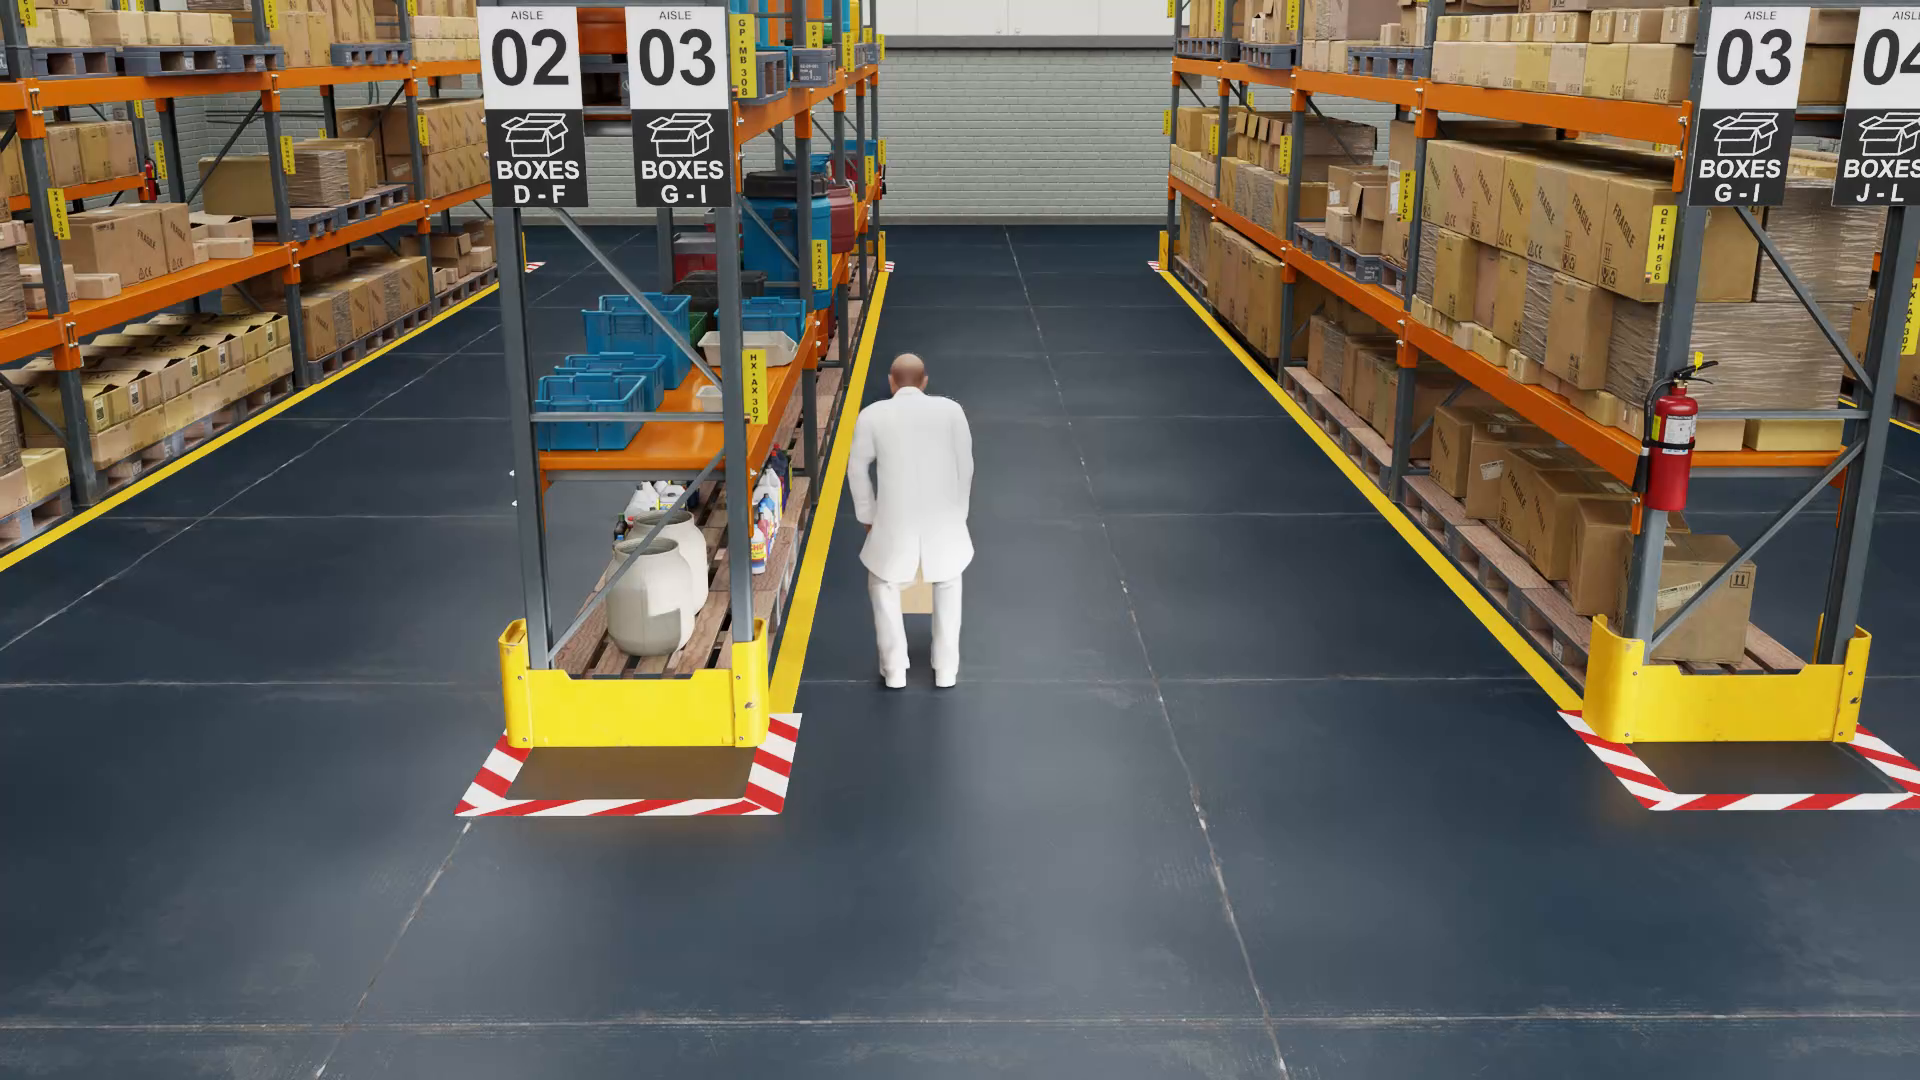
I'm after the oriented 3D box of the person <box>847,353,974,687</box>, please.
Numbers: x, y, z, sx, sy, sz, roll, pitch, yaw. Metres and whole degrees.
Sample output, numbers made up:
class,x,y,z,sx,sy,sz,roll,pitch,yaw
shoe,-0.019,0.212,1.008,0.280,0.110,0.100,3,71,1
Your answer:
class,x,y,z,sx,sy,sz,roll,pitch,yaw
person,-0.238,-0.079,8.151,0.619,1.601,0.564,-1,17,-3
